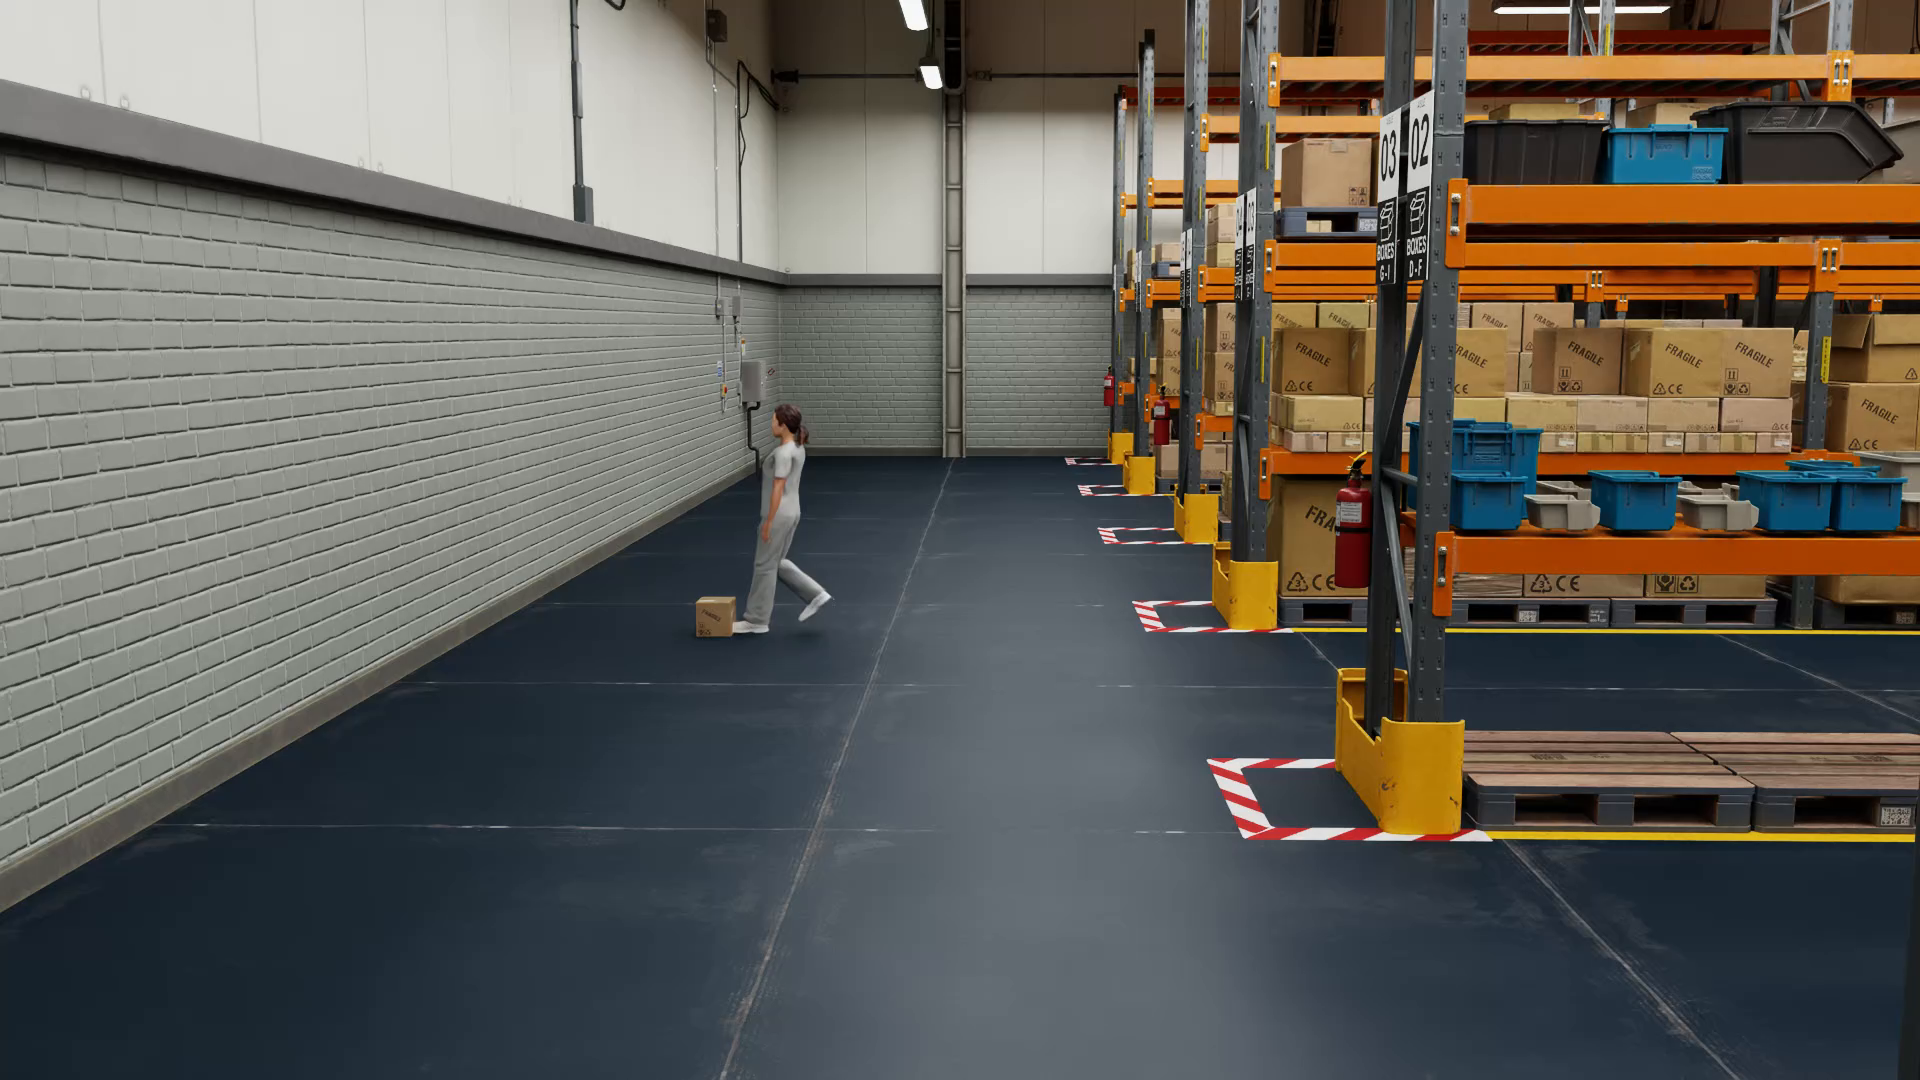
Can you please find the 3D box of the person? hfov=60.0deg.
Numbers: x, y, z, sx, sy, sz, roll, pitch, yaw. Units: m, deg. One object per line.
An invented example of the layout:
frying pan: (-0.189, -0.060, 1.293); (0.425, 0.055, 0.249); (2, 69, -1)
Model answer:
person: (-1.315, -0.152, 11.950); (0.743, 1.653, 0.462); (1, 7, 9)
